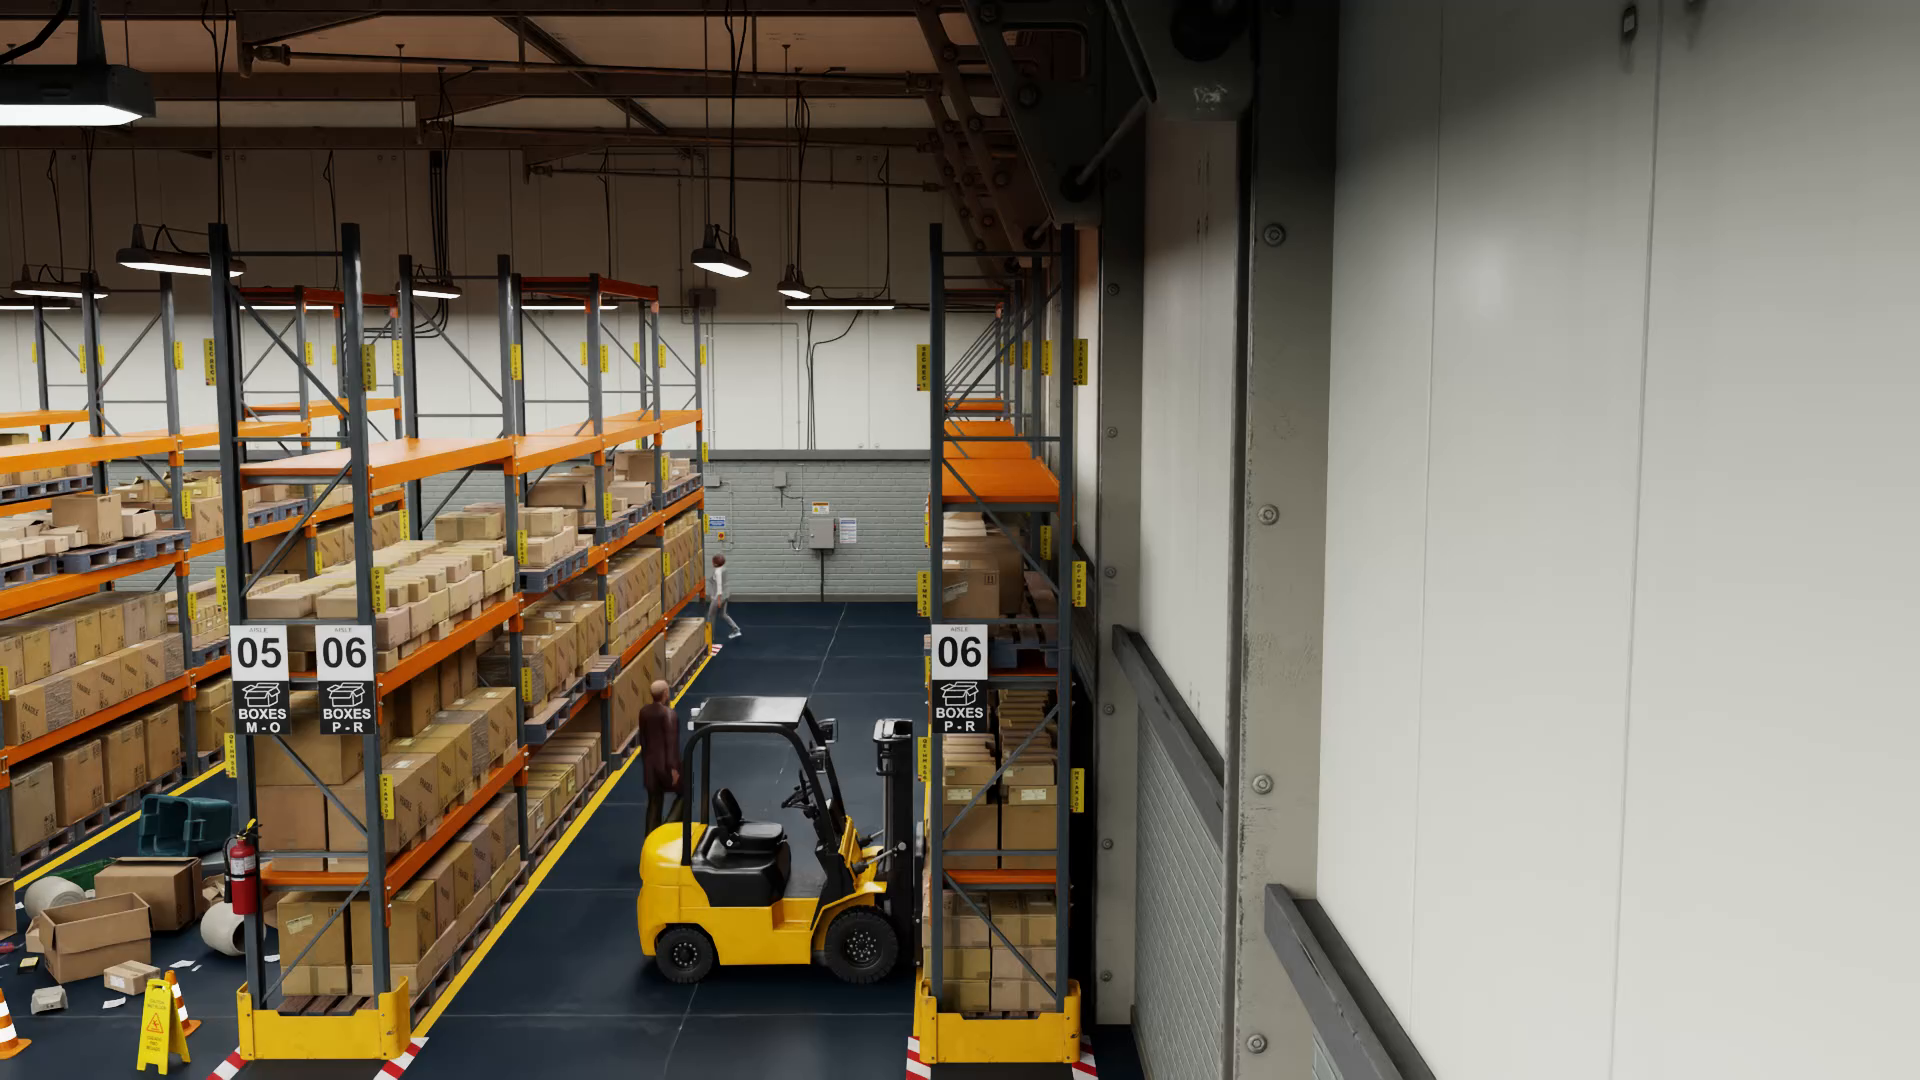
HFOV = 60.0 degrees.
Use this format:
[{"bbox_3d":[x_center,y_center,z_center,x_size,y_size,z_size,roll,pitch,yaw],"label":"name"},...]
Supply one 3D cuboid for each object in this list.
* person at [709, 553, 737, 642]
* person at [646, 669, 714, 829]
[{"bbox_3d":[-4.202,1.004,29.044,0.592,1.560,0.500,-1,7,-7],"label":"person"},{"bbox_3d":[-2.955,2.111,17.125,0.582,1.589,0.976,3,7,22],"label":"person"}]
